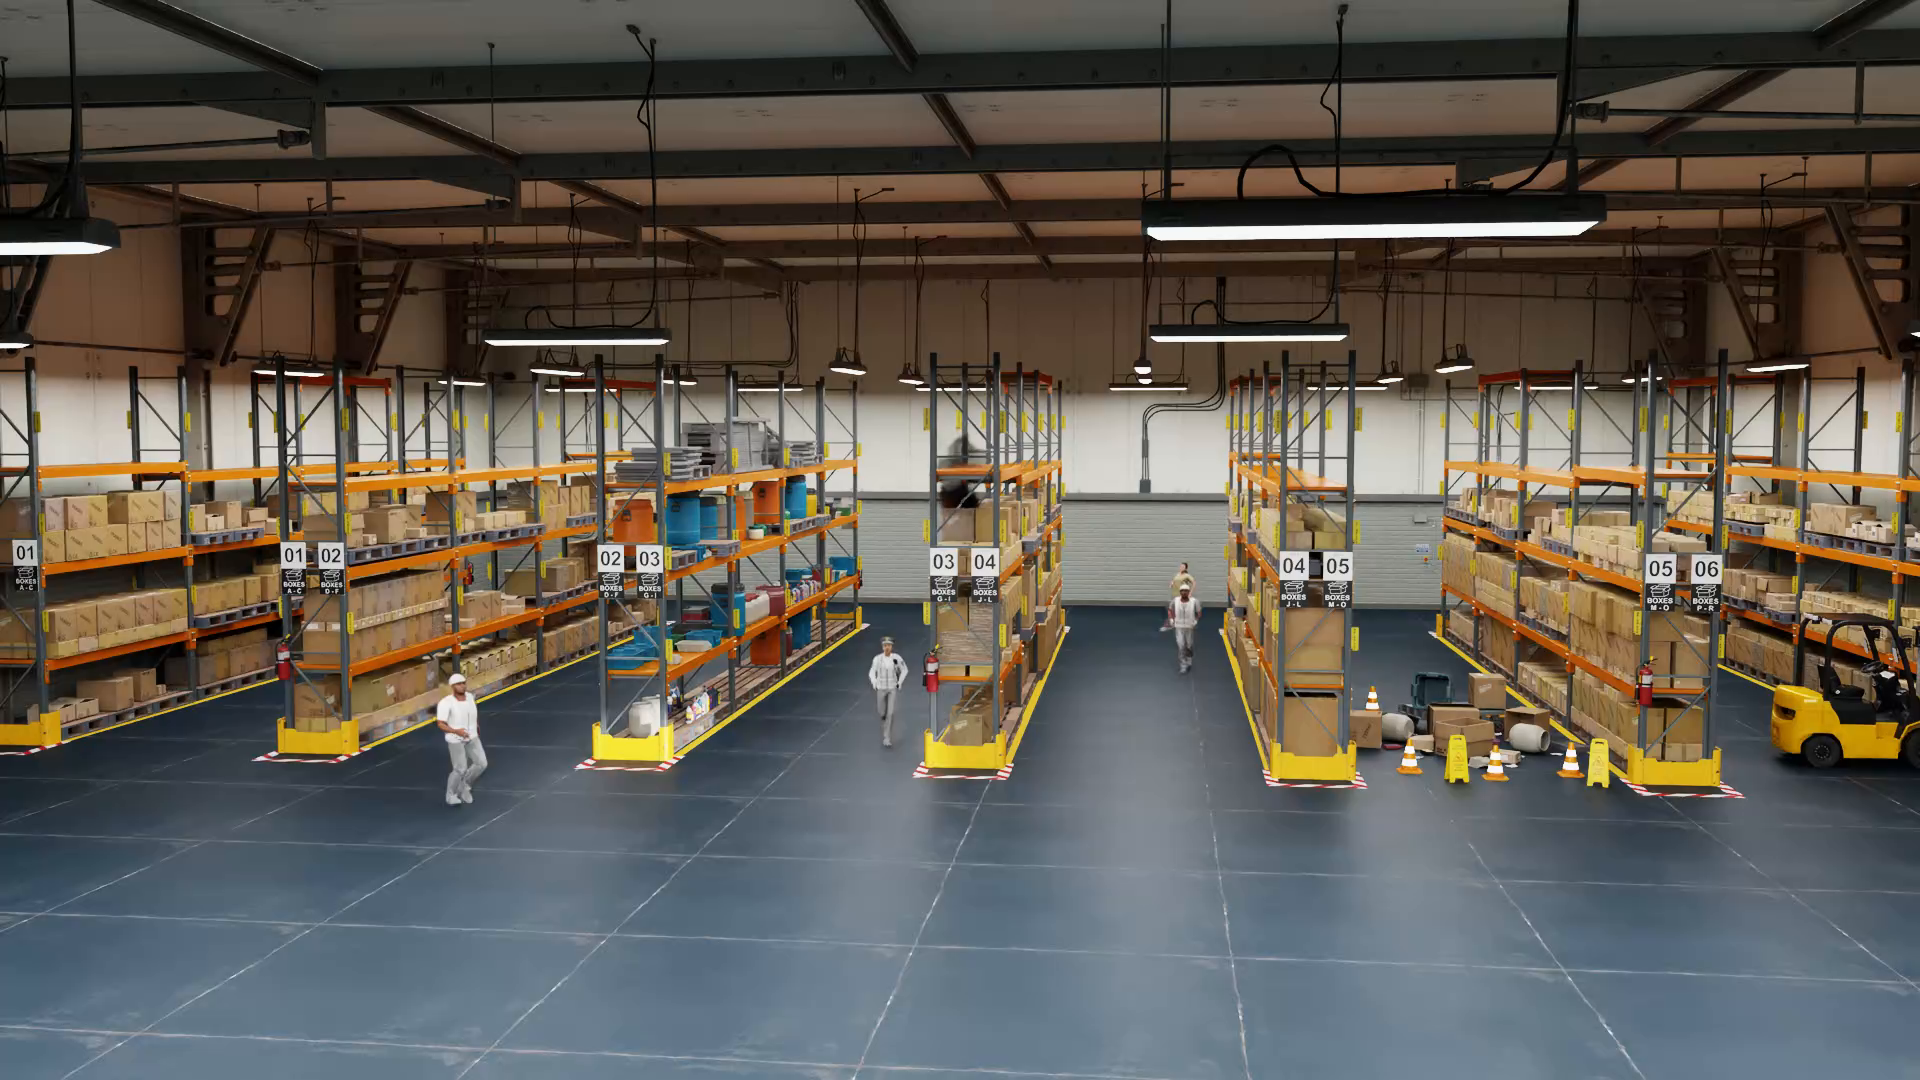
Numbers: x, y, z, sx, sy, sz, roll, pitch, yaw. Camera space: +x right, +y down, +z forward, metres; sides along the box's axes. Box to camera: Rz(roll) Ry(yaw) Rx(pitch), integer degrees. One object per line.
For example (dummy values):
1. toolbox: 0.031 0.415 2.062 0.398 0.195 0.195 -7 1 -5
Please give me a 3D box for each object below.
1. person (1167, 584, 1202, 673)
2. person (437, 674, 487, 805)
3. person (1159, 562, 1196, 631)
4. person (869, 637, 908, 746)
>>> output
1. person: 4.514 1.764 33.447 0.694 1.764 0.748 1 4 9
2. person: -6.476 2.596 21.672 0.617 1.725 0.702 3 5 37
3. person: 5.221 1.357 39.803 0.900 1.629 0.625 -2 5 -29
4. person: -1.119 2.342 26.076 0.617 1.677 0.747 0 4 1
